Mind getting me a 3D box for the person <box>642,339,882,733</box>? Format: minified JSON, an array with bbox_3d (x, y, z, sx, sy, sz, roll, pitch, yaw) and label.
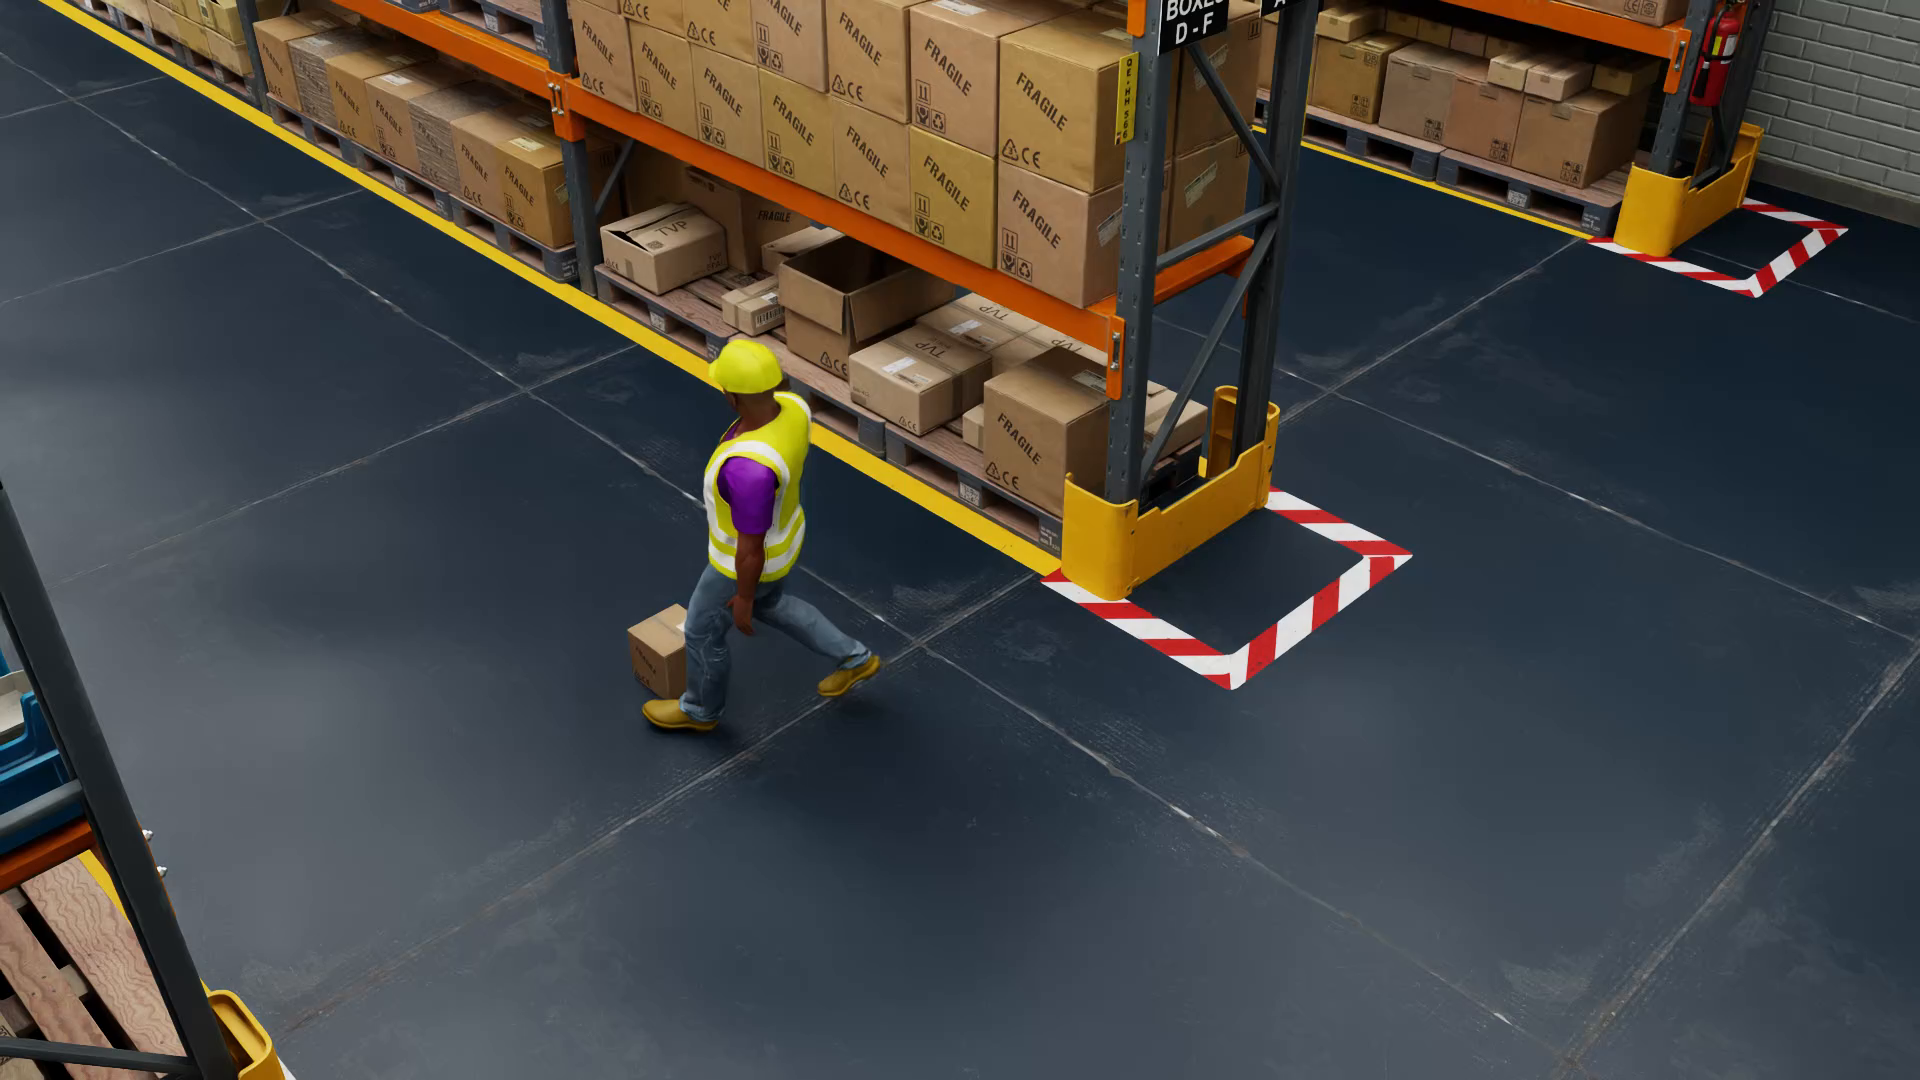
[{"bbox_3d":[-0.791,0.014,6.136,0.916,1.730,0.593,8,36,11],"label":"person"}]
